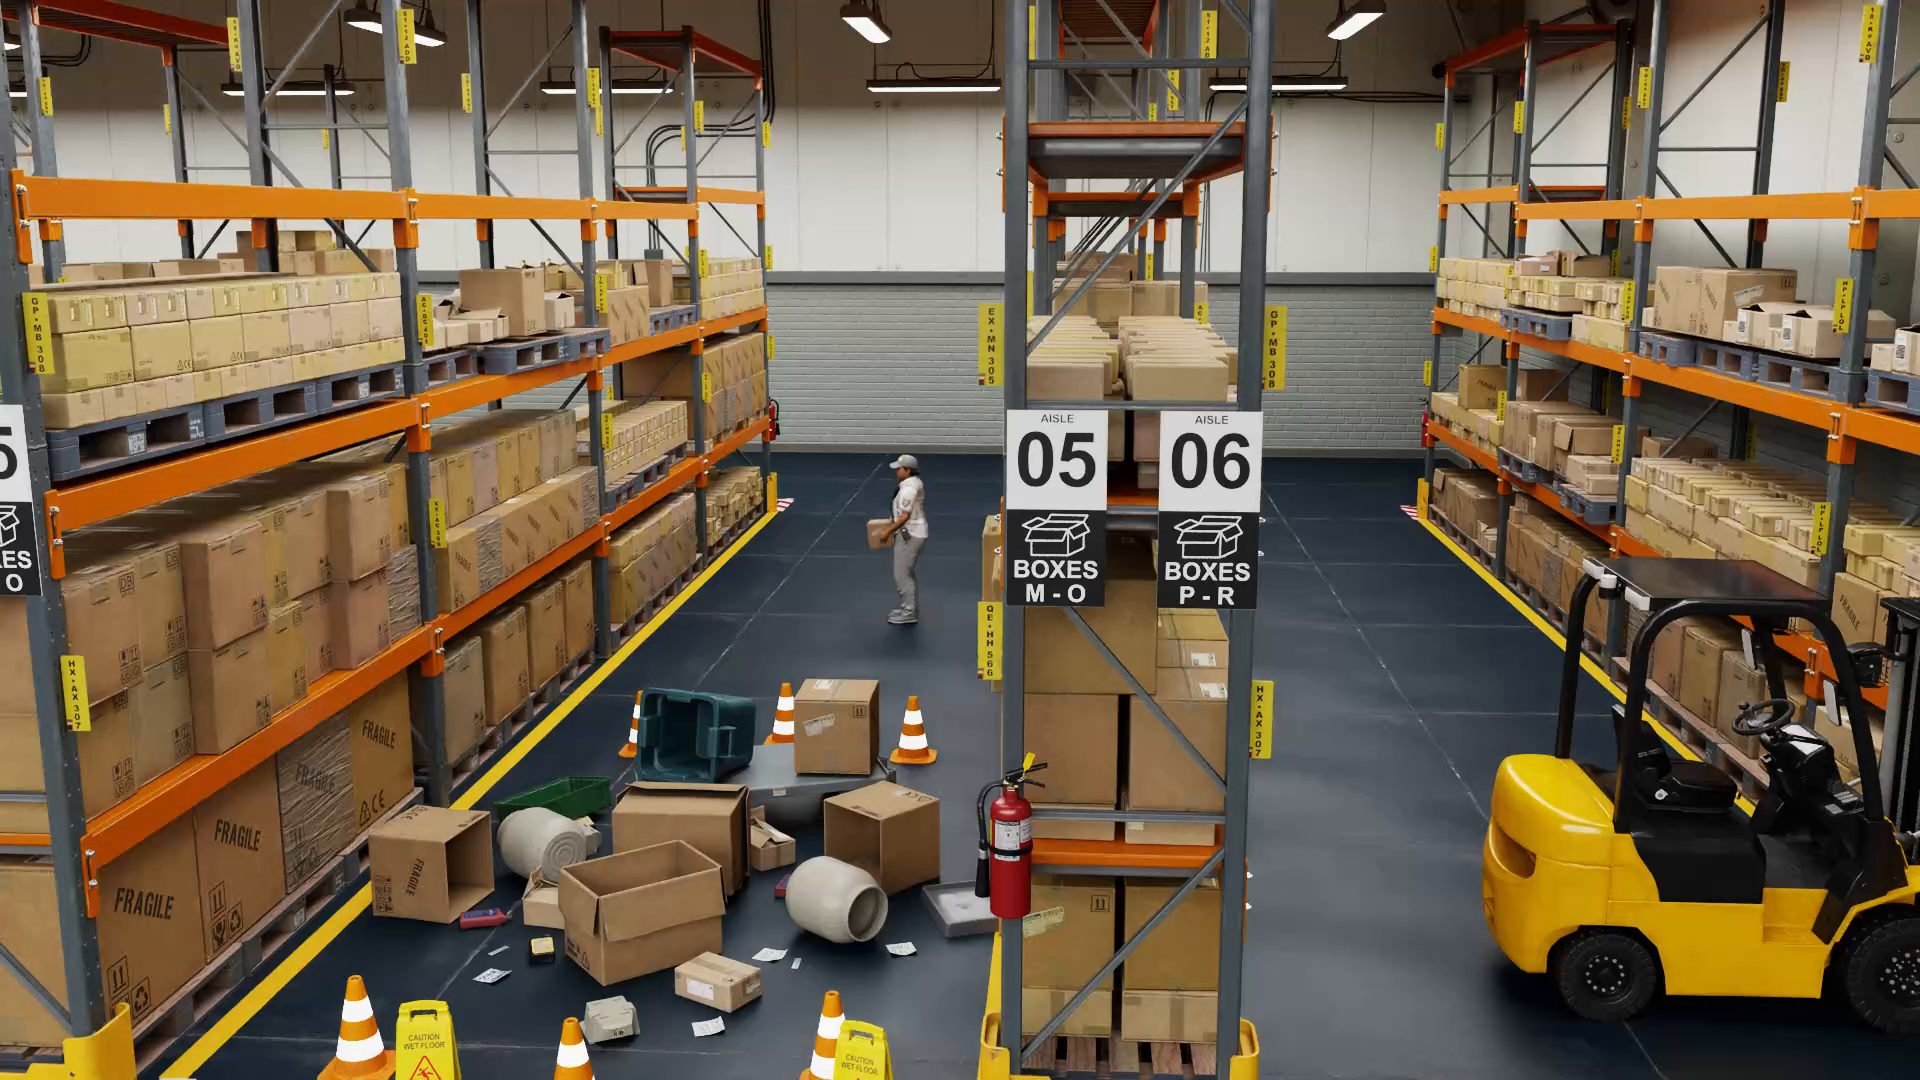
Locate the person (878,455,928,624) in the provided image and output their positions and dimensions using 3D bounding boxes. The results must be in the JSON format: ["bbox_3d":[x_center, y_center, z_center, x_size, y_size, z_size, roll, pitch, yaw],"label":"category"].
[{"bbox_3d":[-0.558,-0.020,16.506,0.490,1.671,0.493,1,11,3],"label":"person"}]
